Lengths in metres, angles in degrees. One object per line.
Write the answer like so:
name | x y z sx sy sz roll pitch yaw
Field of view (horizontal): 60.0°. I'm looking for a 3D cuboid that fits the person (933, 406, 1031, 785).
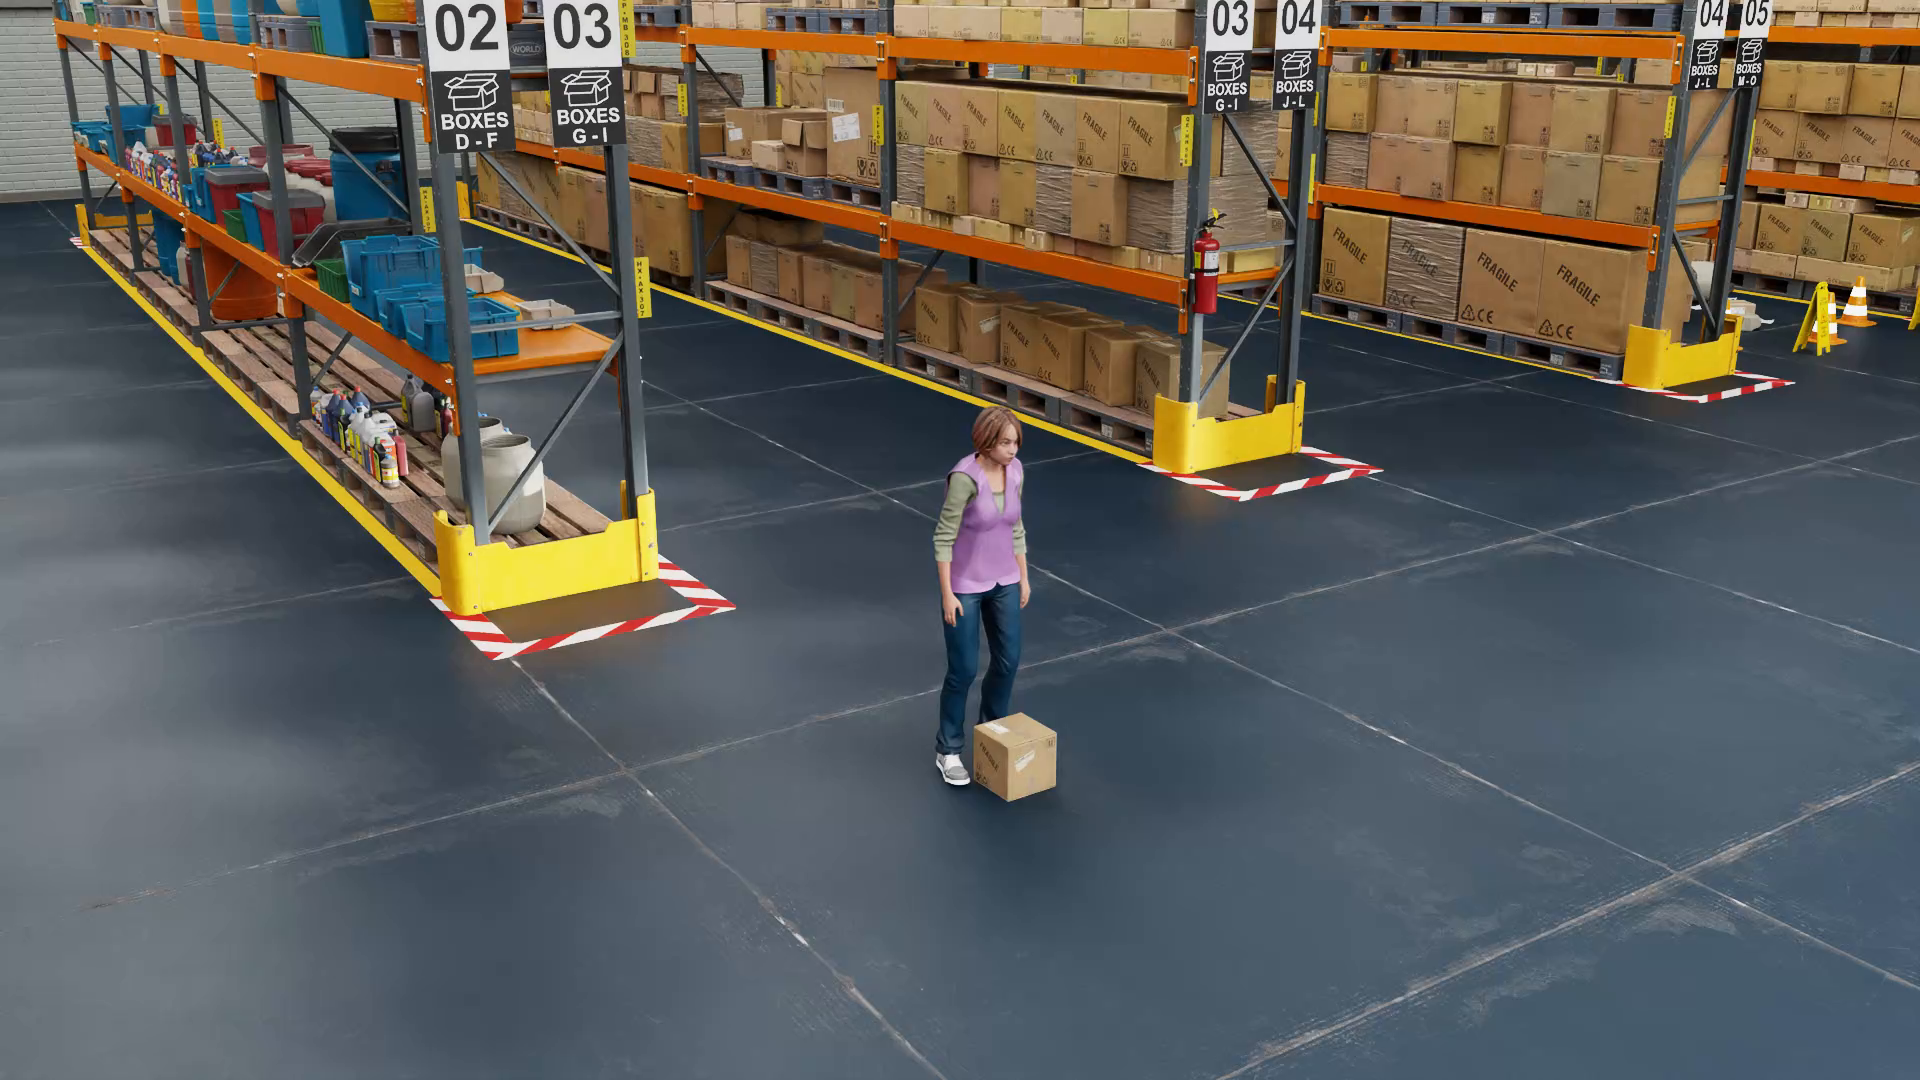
person | 0.102 0.214 6.933 0.482 1.591 0.378 -13 23 -35
